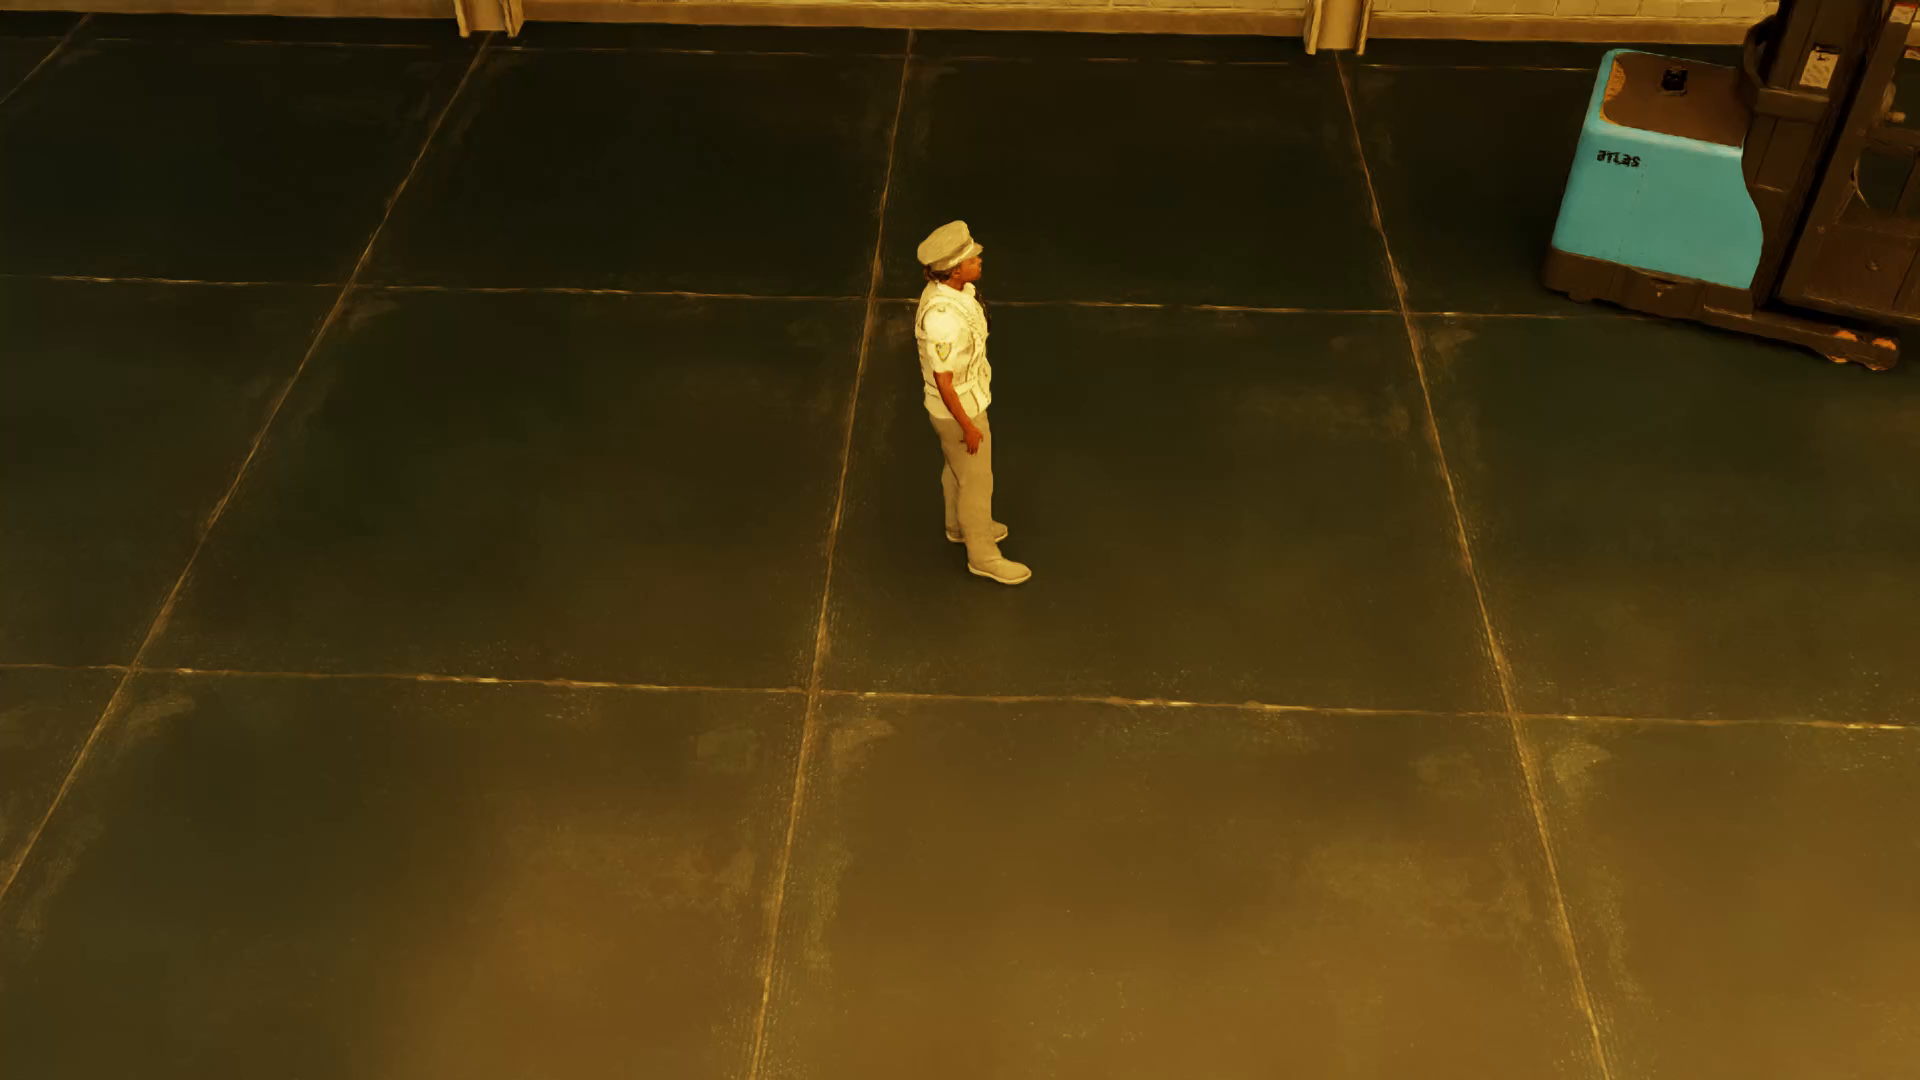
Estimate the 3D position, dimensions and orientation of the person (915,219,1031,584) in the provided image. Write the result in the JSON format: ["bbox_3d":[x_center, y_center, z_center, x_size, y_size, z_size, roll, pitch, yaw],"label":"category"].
[{"bbox_3d":[0.076,-0.616,7.323,0.525,1.695,0.570,2,42,2],"label":"person"}]

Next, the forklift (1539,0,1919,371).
[{"bbox_3d":[4.850,-2.399,8.370,3.031,2.935,1.130,16,45,16],"label":"forklift"}]
